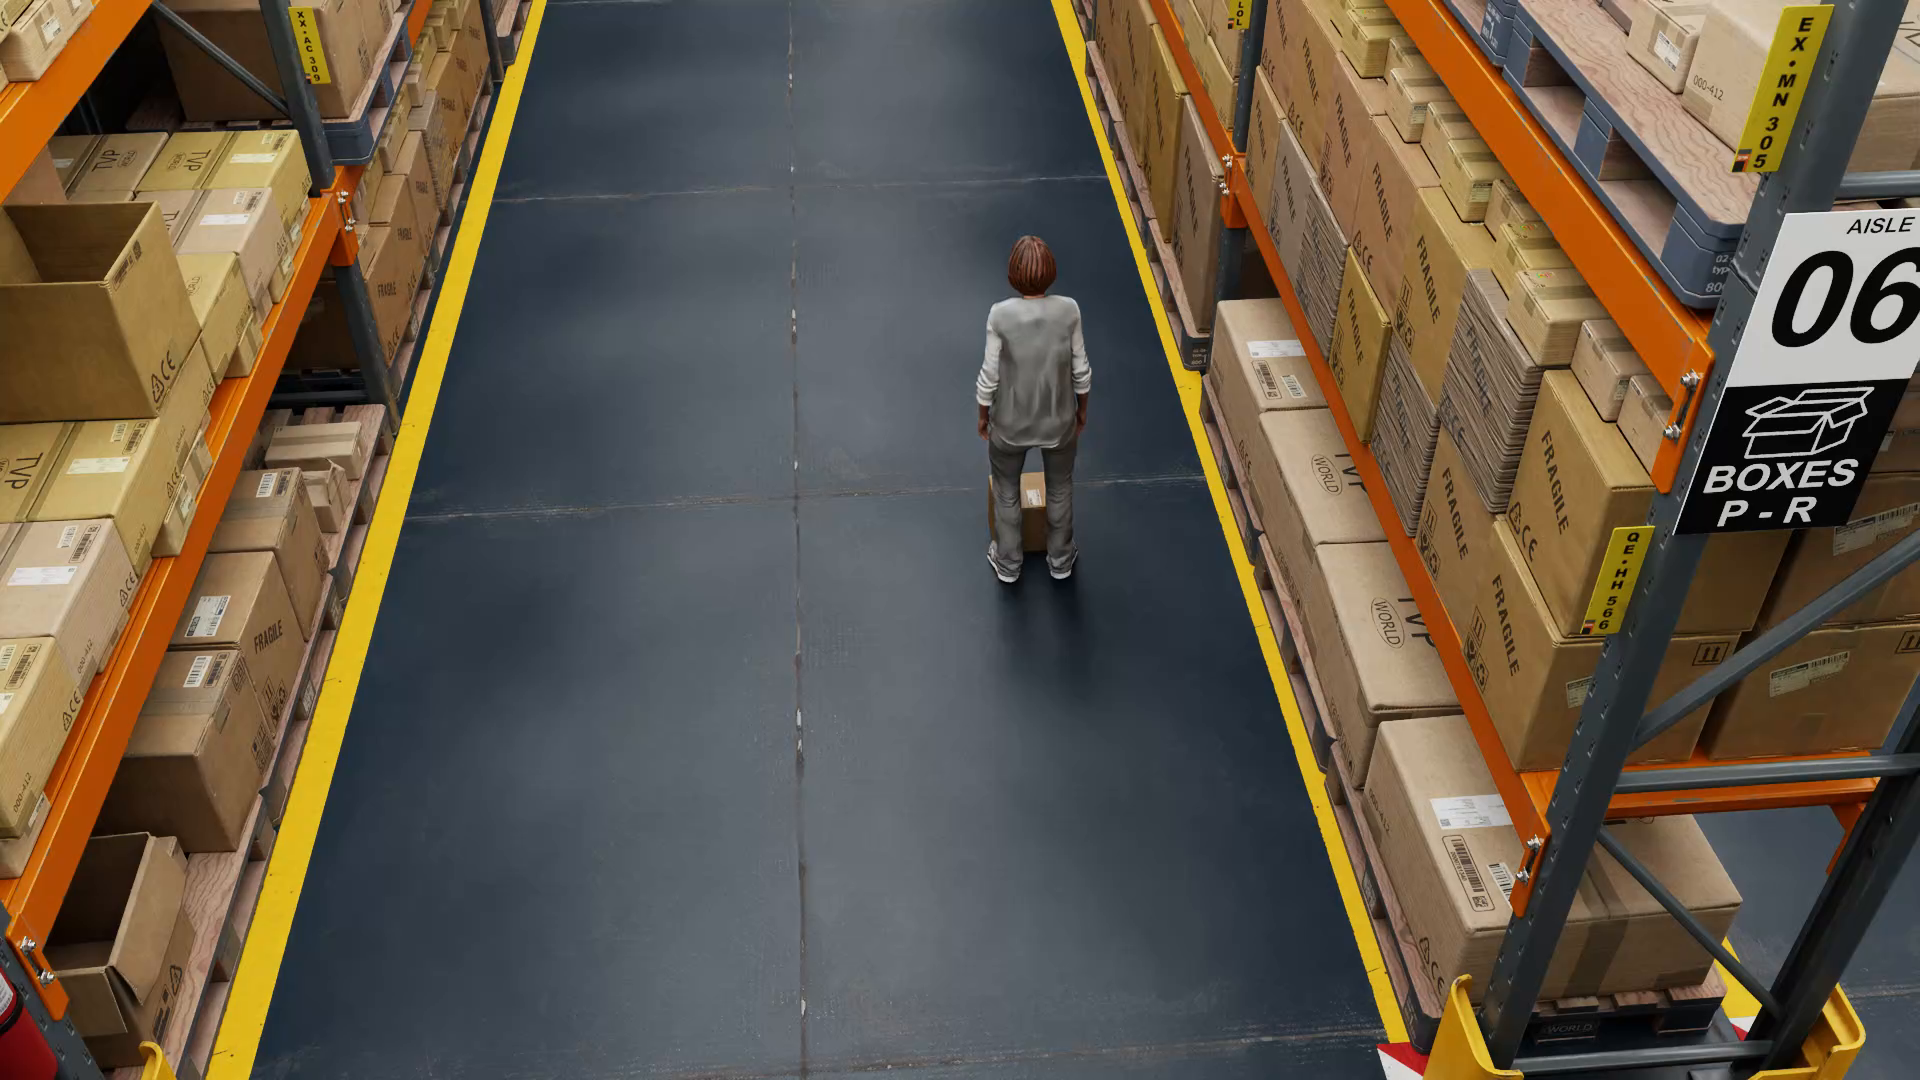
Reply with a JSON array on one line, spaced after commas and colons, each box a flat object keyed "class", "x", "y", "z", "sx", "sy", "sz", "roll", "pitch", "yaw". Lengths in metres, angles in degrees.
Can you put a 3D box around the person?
[{"class": "person", "x": 0.294, "y": -0.484, "z": 6.748, "sx": 0.460, "sy": 1.593, "sz": 0.345, "roll": -3, "pitch": 40, "yaw": -4}]
